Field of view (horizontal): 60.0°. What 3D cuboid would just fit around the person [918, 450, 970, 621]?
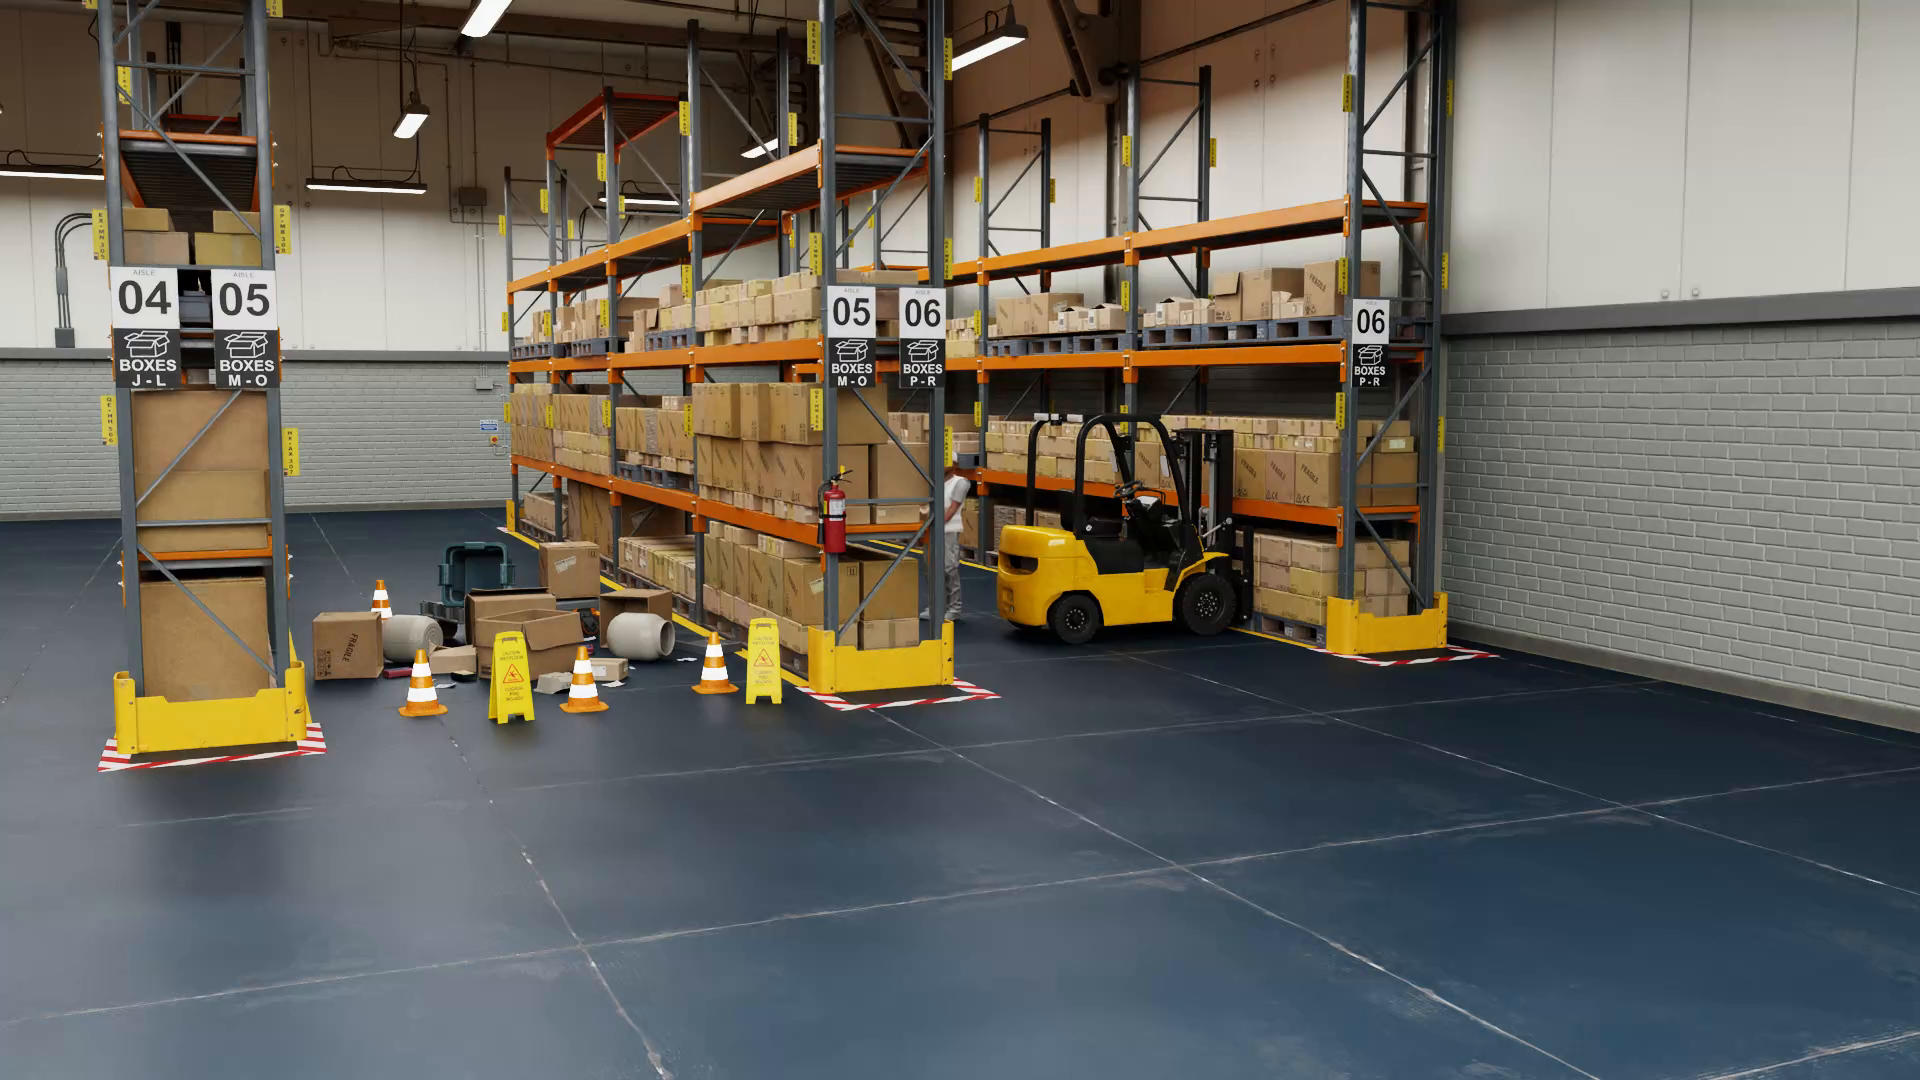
[{"bbox_3d":[-0.228,-0.054,17.175,0.497,1.784,0.577,4,7,37],"label":"person"}]
